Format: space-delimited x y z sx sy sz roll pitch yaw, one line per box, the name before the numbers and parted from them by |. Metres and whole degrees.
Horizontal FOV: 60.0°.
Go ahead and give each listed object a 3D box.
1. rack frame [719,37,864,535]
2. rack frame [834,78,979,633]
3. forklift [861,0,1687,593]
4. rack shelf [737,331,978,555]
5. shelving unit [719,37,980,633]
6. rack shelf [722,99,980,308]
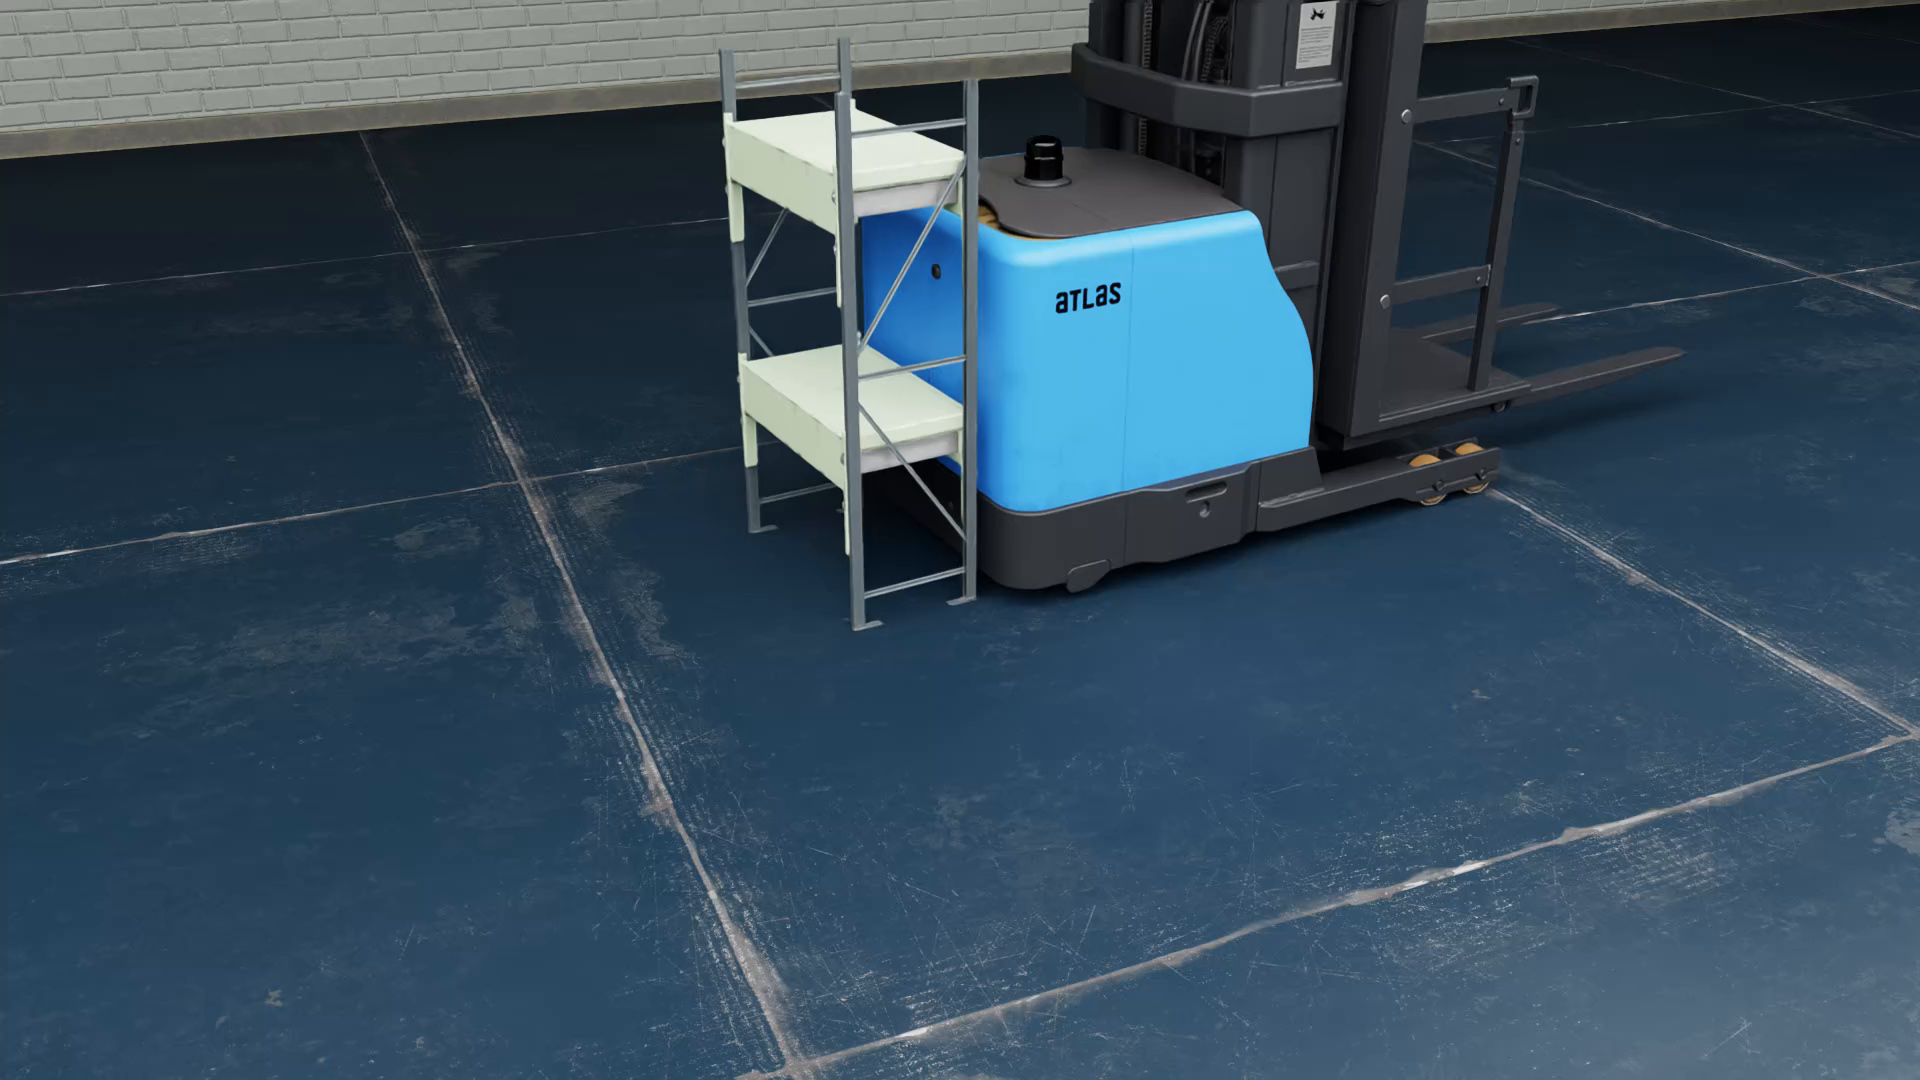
rack frame | -0.495 -0.737 5.051 0.400 1.500 0.023 -14 29 -27
rack frame | -0.130 -0.459 4.481 0.400 1.500 0.023 -14 29 -27
forklift | 1.218 -1.617 5.222 3.031 2.935 1.130 -14 29 -26
rack shelf | -0.313 -0.305 4.909 0.431 0.370 0.720 -14 29 -27
shelving unit | -0.313 -0.598 4.766 0.431 1.500 0.755 -14 29 -27
rack shelf | -0.313 -0.949 4.594 0.431 0.370 0.720 -14 29 -27
